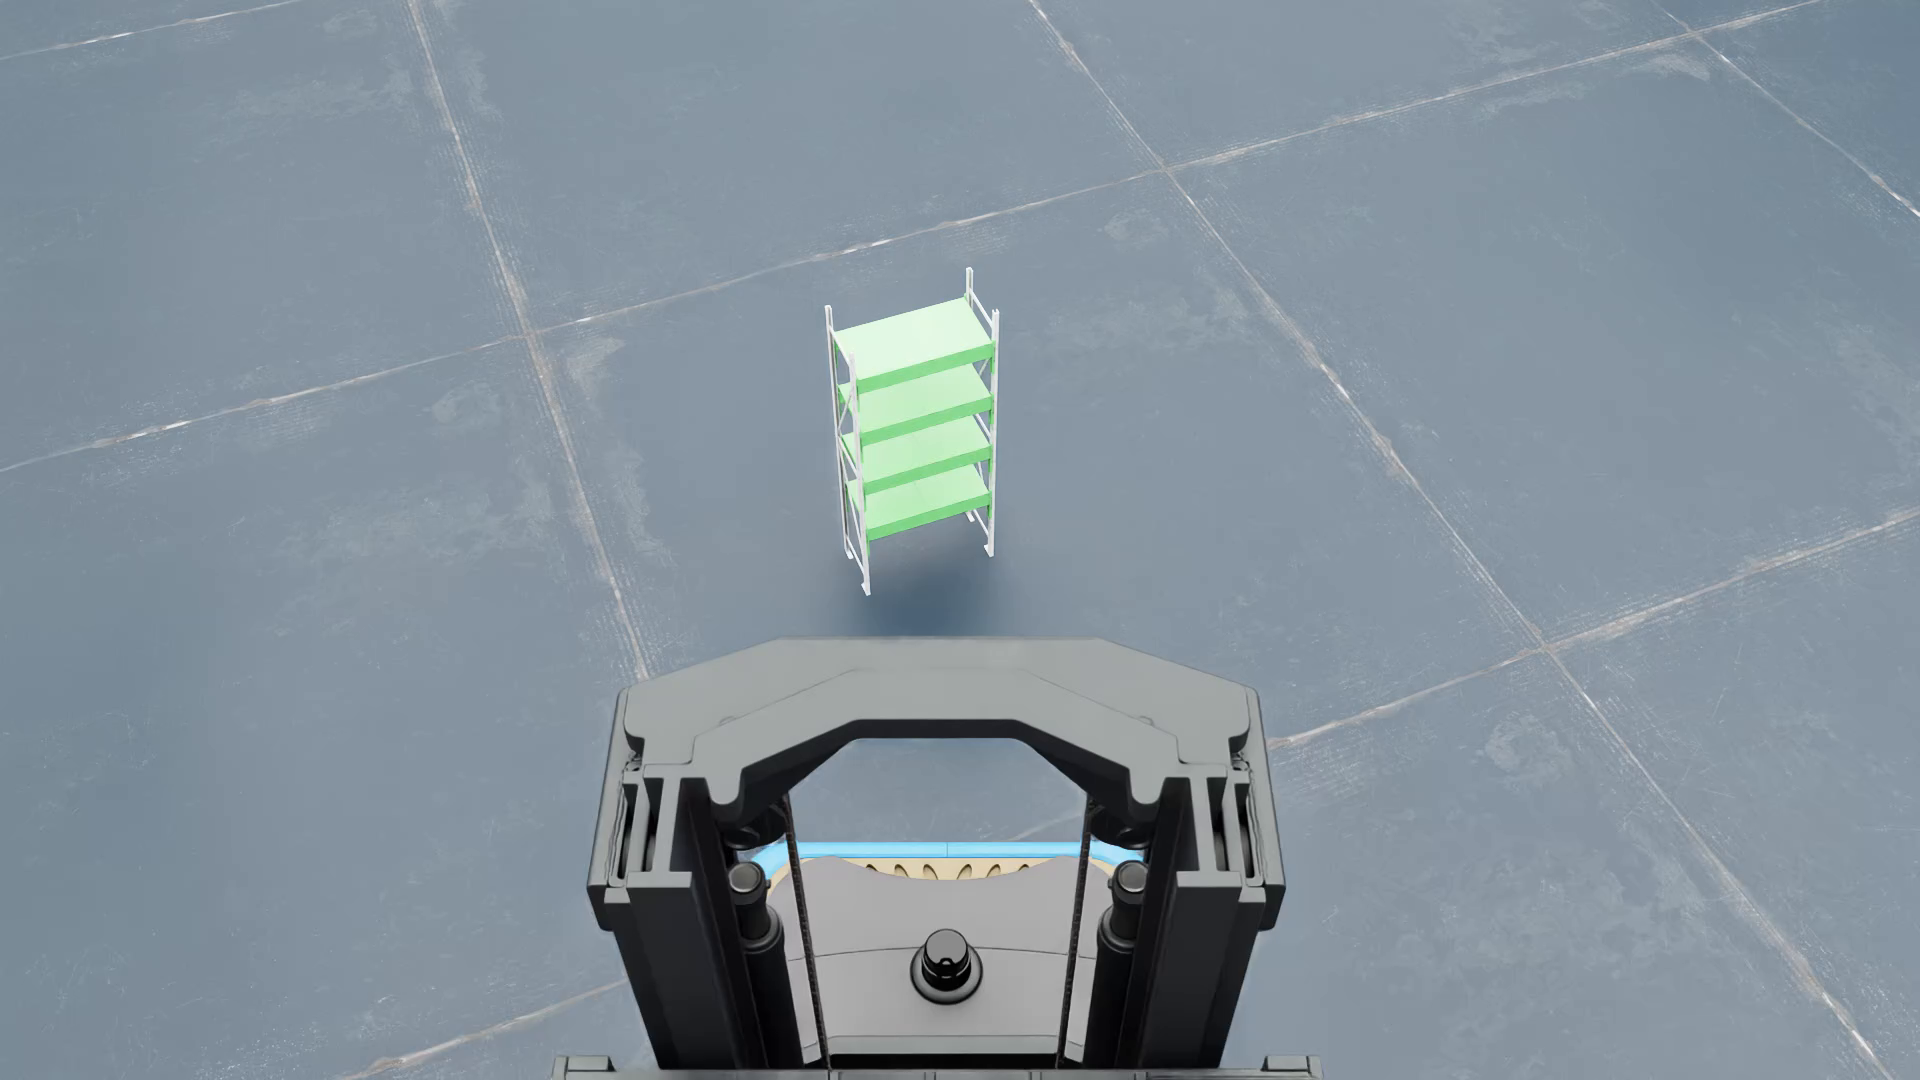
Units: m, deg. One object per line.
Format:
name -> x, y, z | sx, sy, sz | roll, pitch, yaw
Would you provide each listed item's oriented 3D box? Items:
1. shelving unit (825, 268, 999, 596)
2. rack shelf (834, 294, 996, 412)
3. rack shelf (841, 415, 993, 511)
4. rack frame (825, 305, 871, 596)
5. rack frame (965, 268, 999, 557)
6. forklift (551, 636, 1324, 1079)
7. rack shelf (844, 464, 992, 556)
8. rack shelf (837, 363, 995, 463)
shelving unit -> -0.153, -0.343, 5.754 | 0.503, 1.200, 0.258 | -17, 52, -14
rack shelf -> -0.153, -0.615, 5.438 | 0.480, 0.148, 0.258 | -17, 52, -14
rack shelf -> -0.153, -0.302, 5.803 | 0.480, 0.148, 0.258 | -17, 52, -14
rack frame -> -0.379, -0.273, 5.694 | 0.015, 1.200, 0.240 | -17, 52, -14
rack frame -> 0.073, -0.413, 5.814 | 0.015, 1.200, 0.240 | -17, 52, -14
forklift -> -0.031, 1.629, 2.919 | 1.130, 2.935, 3.031 | 0, 49, 0
rack shelf -> -0.153, -0.145, 5.985 | 0.480, 0.148, 0.258 | -17, 52, -14
rack shelf -> -0.153, -0.458, 5.620 | 0.480, 0.148, 0.258 | -17, 52, -14
